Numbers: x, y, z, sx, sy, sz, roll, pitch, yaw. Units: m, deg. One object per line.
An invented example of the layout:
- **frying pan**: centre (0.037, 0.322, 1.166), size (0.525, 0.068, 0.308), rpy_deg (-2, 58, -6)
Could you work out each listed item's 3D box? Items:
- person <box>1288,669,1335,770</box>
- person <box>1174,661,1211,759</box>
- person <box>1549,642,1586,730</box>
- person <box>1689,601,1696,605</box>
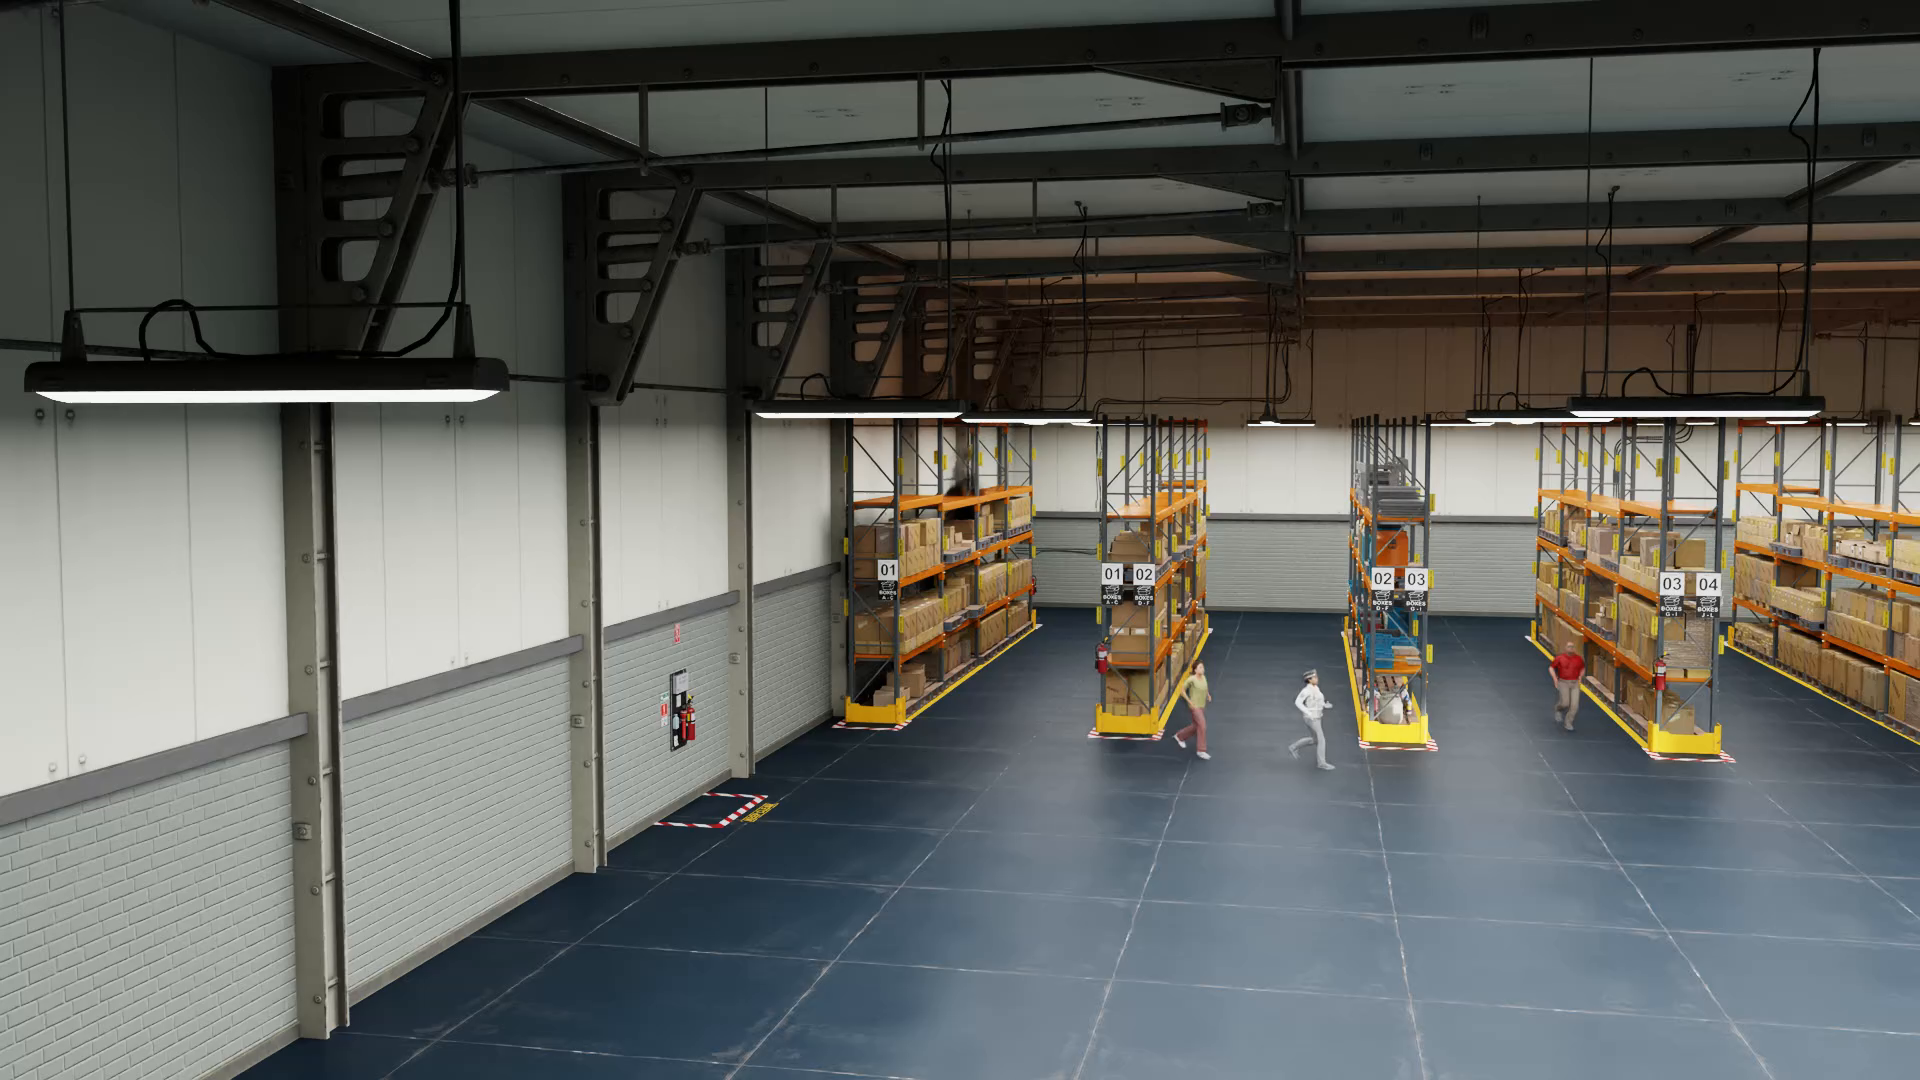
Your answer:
- **person**: centre (5.937, 3.007, 28.105), size (0.862, 1.668, 0.624), rpy_deg (2, 5, 33)
- **person**: centre (4.101, 2.947, 29.191), size (0.824, 1.684, 0.575), rpy_deg (4, 5, 45)
- **person**: centre (11.614, 2.773, 31.725), size (0.663, 1.676, 0.600), rpy_deg (0, 4, 4)
- **person**: centre (18.918, 2.060, 42.942), size (0.647, 1.654, 0.649), rpy_deg (1, 4, 21)
